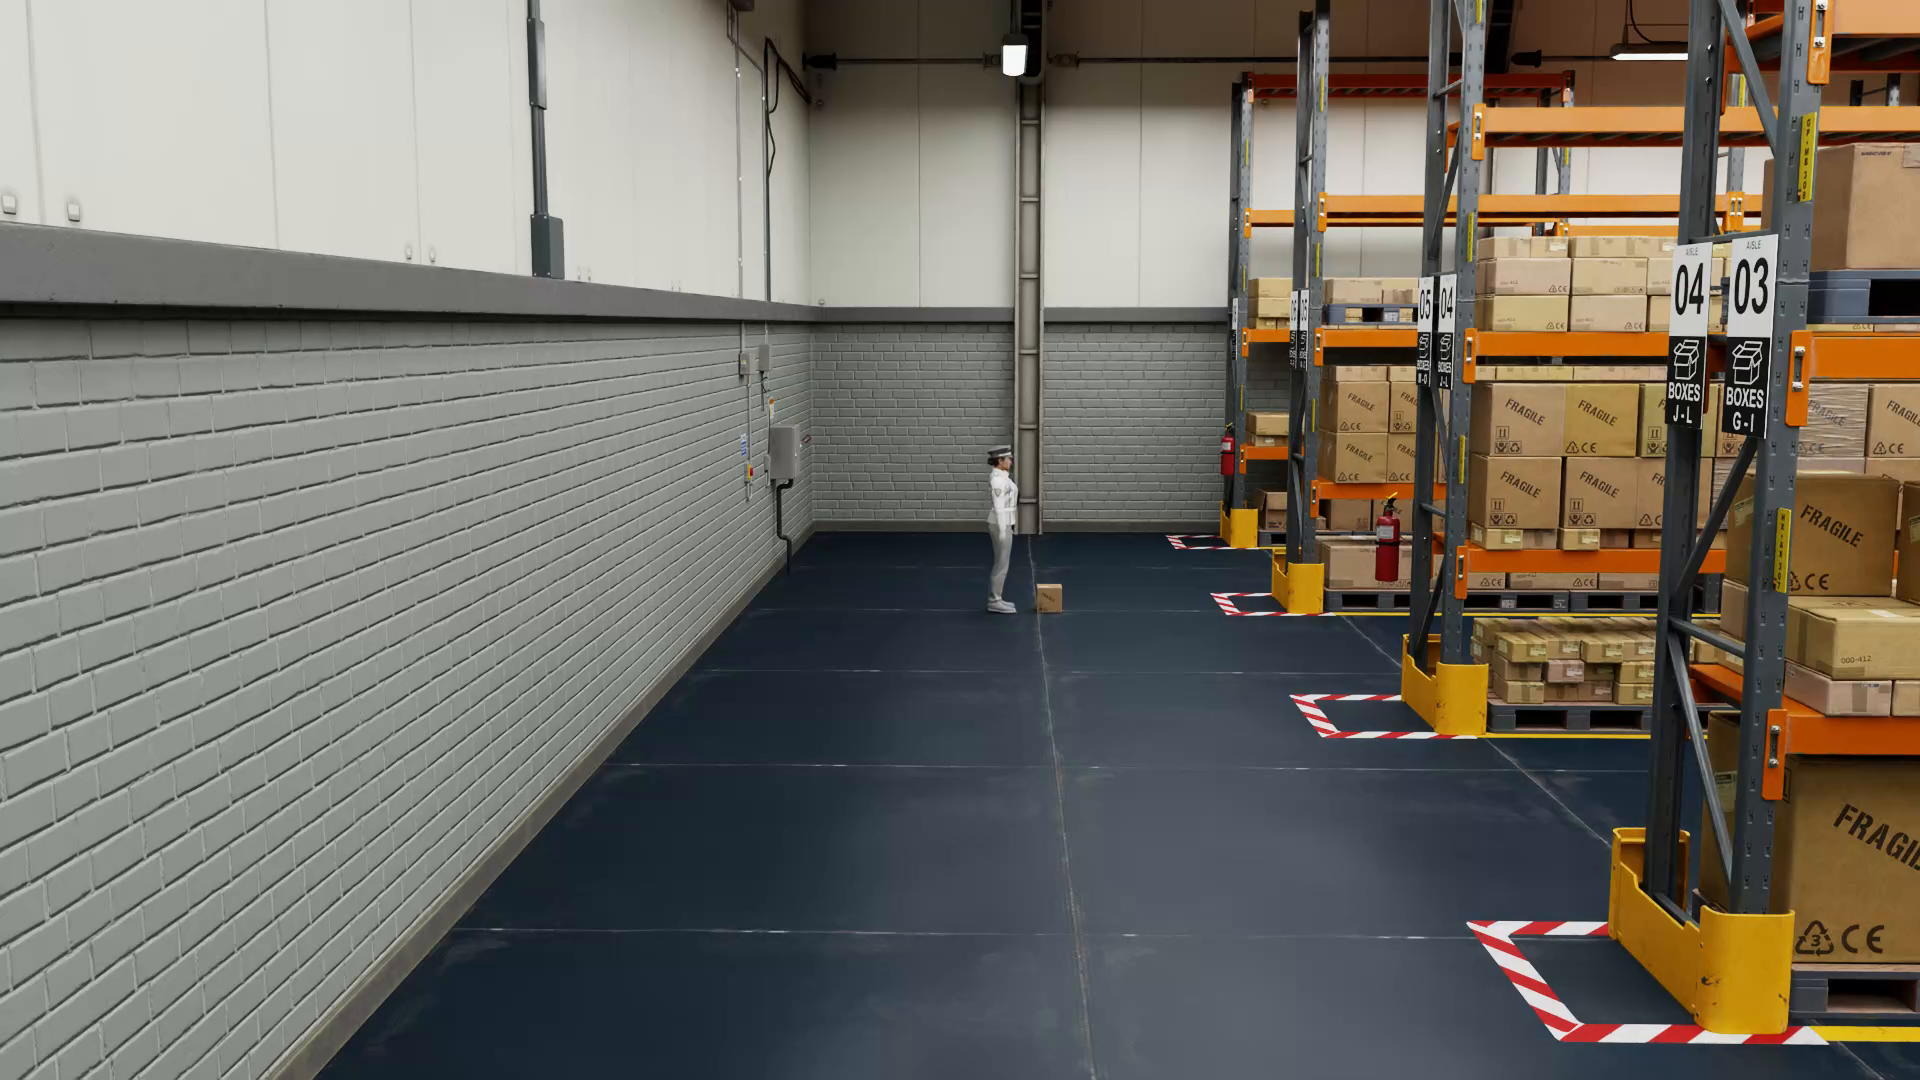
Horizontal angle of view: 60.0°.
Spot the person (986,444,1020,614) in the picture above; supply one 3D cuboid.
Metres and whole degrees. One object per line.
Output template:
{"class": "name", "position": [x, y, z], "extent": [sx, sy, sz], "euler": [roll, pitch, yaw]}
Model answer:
{"class": "person", "position": [0.429, -0.121, 16.677], "extent": [0.334, 1.678, 0.470], "euler": [0, 7, 3]}
